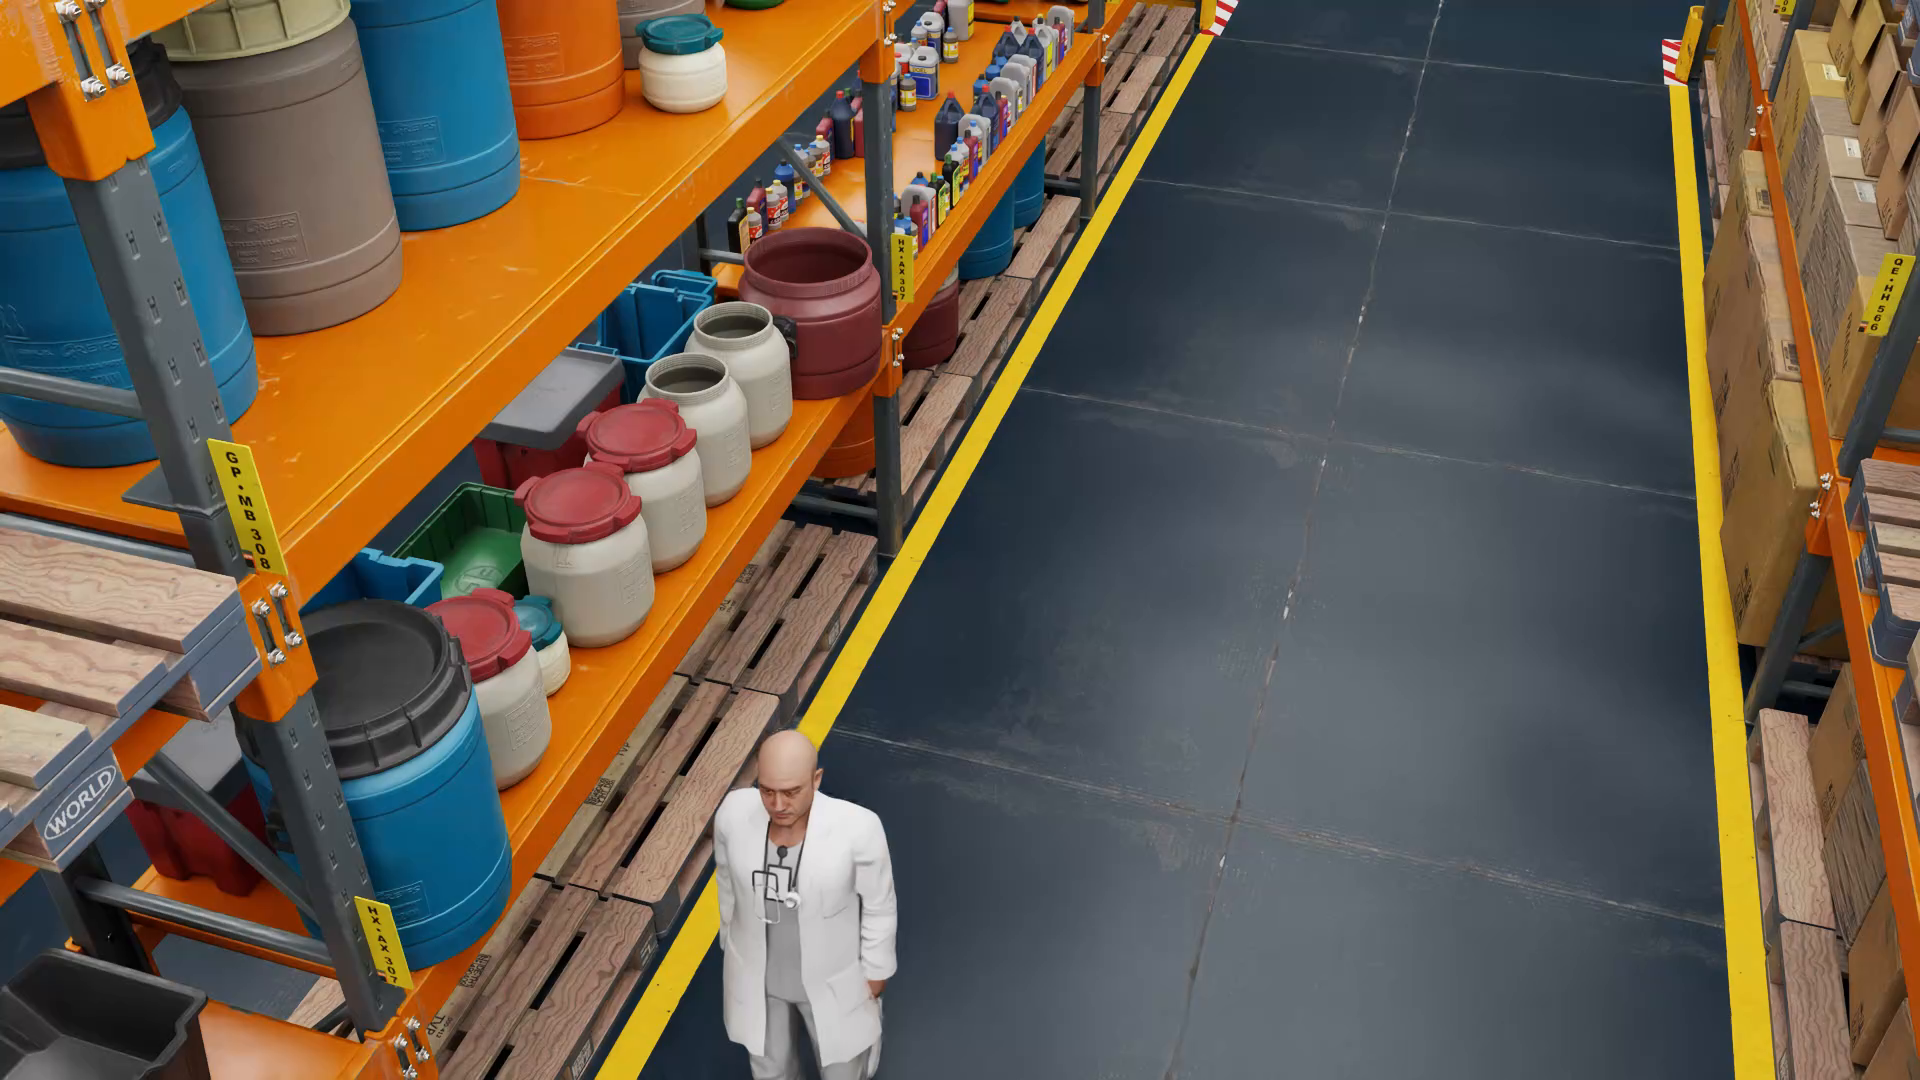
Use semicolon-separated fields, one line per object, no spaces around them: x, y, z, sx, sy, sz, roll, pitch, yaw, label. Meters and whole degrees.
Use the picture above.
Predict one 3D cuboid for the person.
-0.478;1.287;5.133;0.578;1.763;0.673;7;37;9;person
